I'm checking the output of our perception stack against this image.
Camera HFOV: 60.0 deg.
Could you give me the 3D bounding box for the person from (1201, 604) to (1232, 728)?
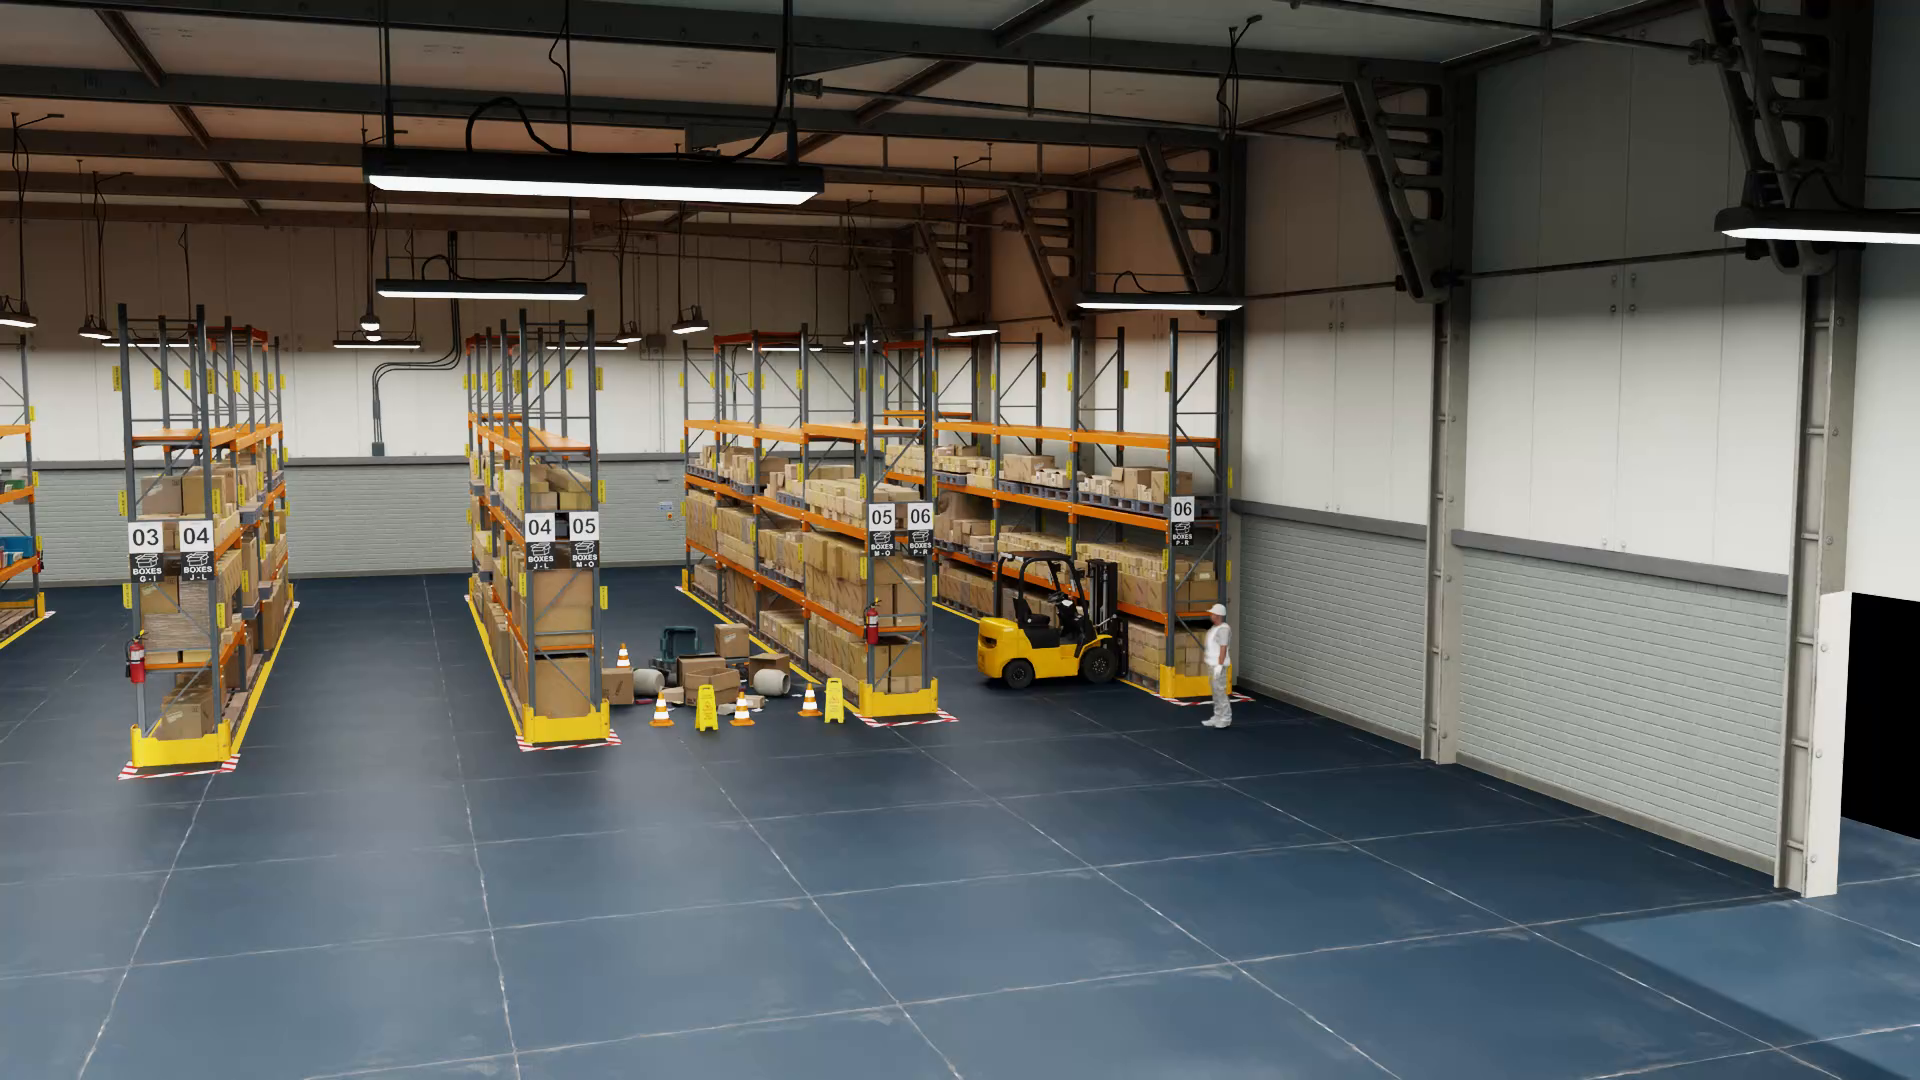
[{"bbox_3d":[3.747,1.823,24.151,0.378,1.798,0.622,-1,6,-10],"label":"person"}]
